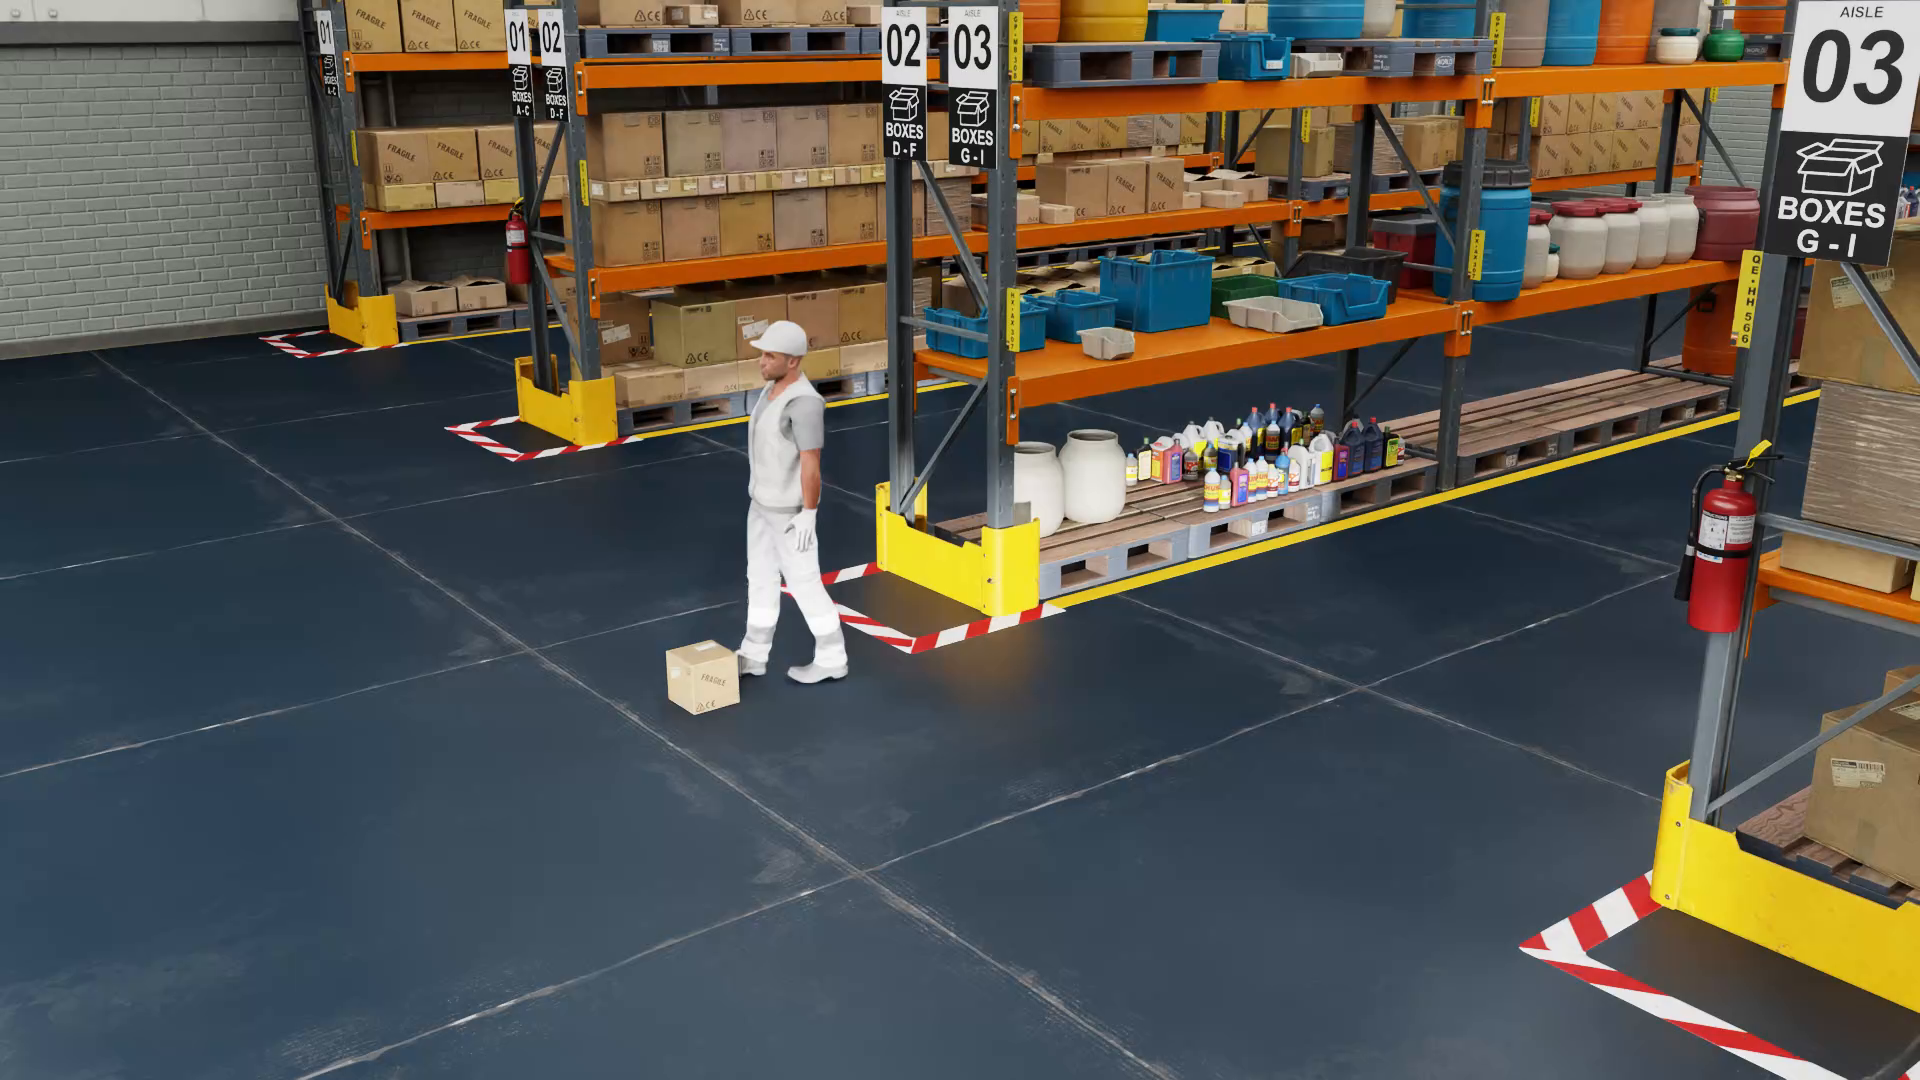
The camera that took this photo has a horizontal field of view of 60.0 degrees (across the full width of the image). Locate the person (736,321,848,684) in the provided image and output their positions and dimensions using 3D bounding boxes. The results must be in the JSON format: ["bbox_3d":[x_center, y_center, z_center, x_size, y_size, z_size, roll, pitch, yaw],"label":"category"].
[{"bbox_3d":[-0.906,-0.164,8.011,0.644,1.792,0.550,-8,19,-24],"label":"person"}]
